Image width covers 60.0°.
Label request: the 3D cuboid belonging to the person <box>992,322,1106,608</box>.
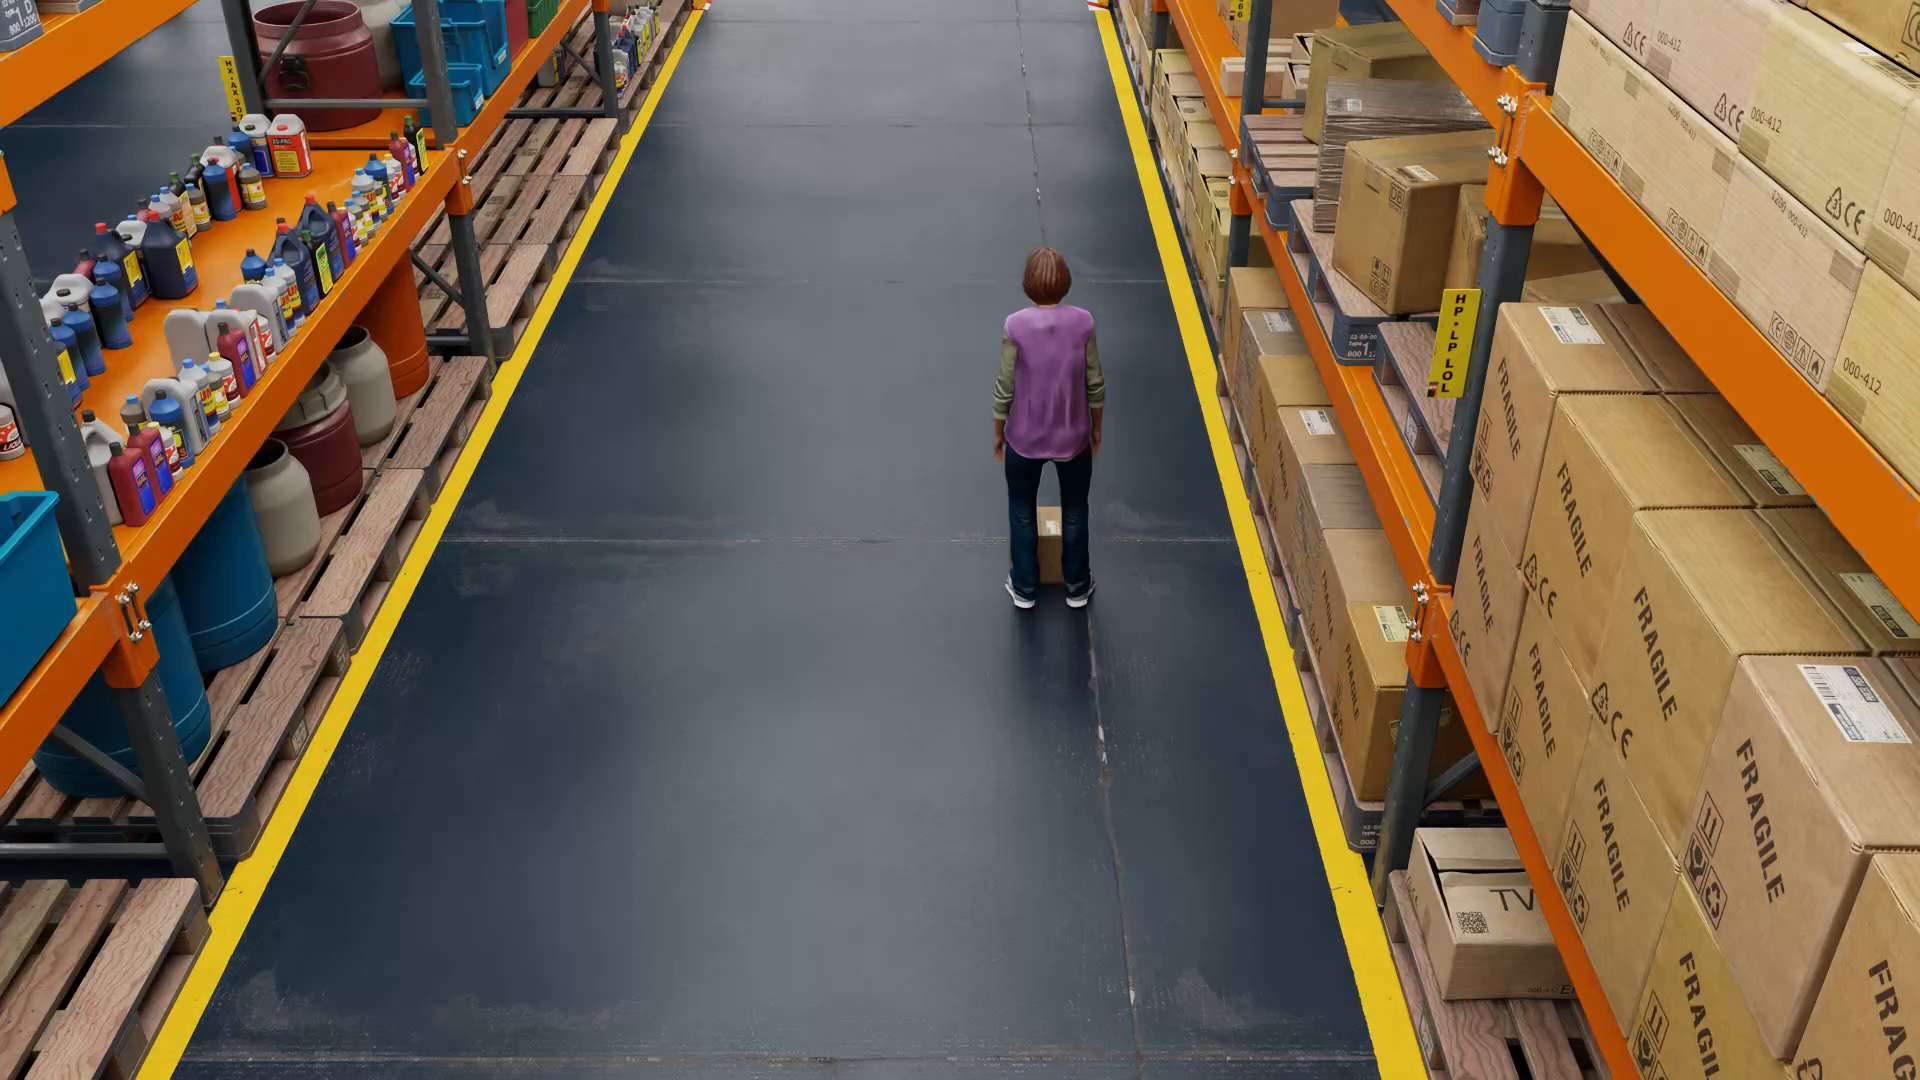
[{"bbox_3d":[0.362,-0.323,6.891,0.470,1.351,0.328,-2,32,-2],"label":"person"}]
